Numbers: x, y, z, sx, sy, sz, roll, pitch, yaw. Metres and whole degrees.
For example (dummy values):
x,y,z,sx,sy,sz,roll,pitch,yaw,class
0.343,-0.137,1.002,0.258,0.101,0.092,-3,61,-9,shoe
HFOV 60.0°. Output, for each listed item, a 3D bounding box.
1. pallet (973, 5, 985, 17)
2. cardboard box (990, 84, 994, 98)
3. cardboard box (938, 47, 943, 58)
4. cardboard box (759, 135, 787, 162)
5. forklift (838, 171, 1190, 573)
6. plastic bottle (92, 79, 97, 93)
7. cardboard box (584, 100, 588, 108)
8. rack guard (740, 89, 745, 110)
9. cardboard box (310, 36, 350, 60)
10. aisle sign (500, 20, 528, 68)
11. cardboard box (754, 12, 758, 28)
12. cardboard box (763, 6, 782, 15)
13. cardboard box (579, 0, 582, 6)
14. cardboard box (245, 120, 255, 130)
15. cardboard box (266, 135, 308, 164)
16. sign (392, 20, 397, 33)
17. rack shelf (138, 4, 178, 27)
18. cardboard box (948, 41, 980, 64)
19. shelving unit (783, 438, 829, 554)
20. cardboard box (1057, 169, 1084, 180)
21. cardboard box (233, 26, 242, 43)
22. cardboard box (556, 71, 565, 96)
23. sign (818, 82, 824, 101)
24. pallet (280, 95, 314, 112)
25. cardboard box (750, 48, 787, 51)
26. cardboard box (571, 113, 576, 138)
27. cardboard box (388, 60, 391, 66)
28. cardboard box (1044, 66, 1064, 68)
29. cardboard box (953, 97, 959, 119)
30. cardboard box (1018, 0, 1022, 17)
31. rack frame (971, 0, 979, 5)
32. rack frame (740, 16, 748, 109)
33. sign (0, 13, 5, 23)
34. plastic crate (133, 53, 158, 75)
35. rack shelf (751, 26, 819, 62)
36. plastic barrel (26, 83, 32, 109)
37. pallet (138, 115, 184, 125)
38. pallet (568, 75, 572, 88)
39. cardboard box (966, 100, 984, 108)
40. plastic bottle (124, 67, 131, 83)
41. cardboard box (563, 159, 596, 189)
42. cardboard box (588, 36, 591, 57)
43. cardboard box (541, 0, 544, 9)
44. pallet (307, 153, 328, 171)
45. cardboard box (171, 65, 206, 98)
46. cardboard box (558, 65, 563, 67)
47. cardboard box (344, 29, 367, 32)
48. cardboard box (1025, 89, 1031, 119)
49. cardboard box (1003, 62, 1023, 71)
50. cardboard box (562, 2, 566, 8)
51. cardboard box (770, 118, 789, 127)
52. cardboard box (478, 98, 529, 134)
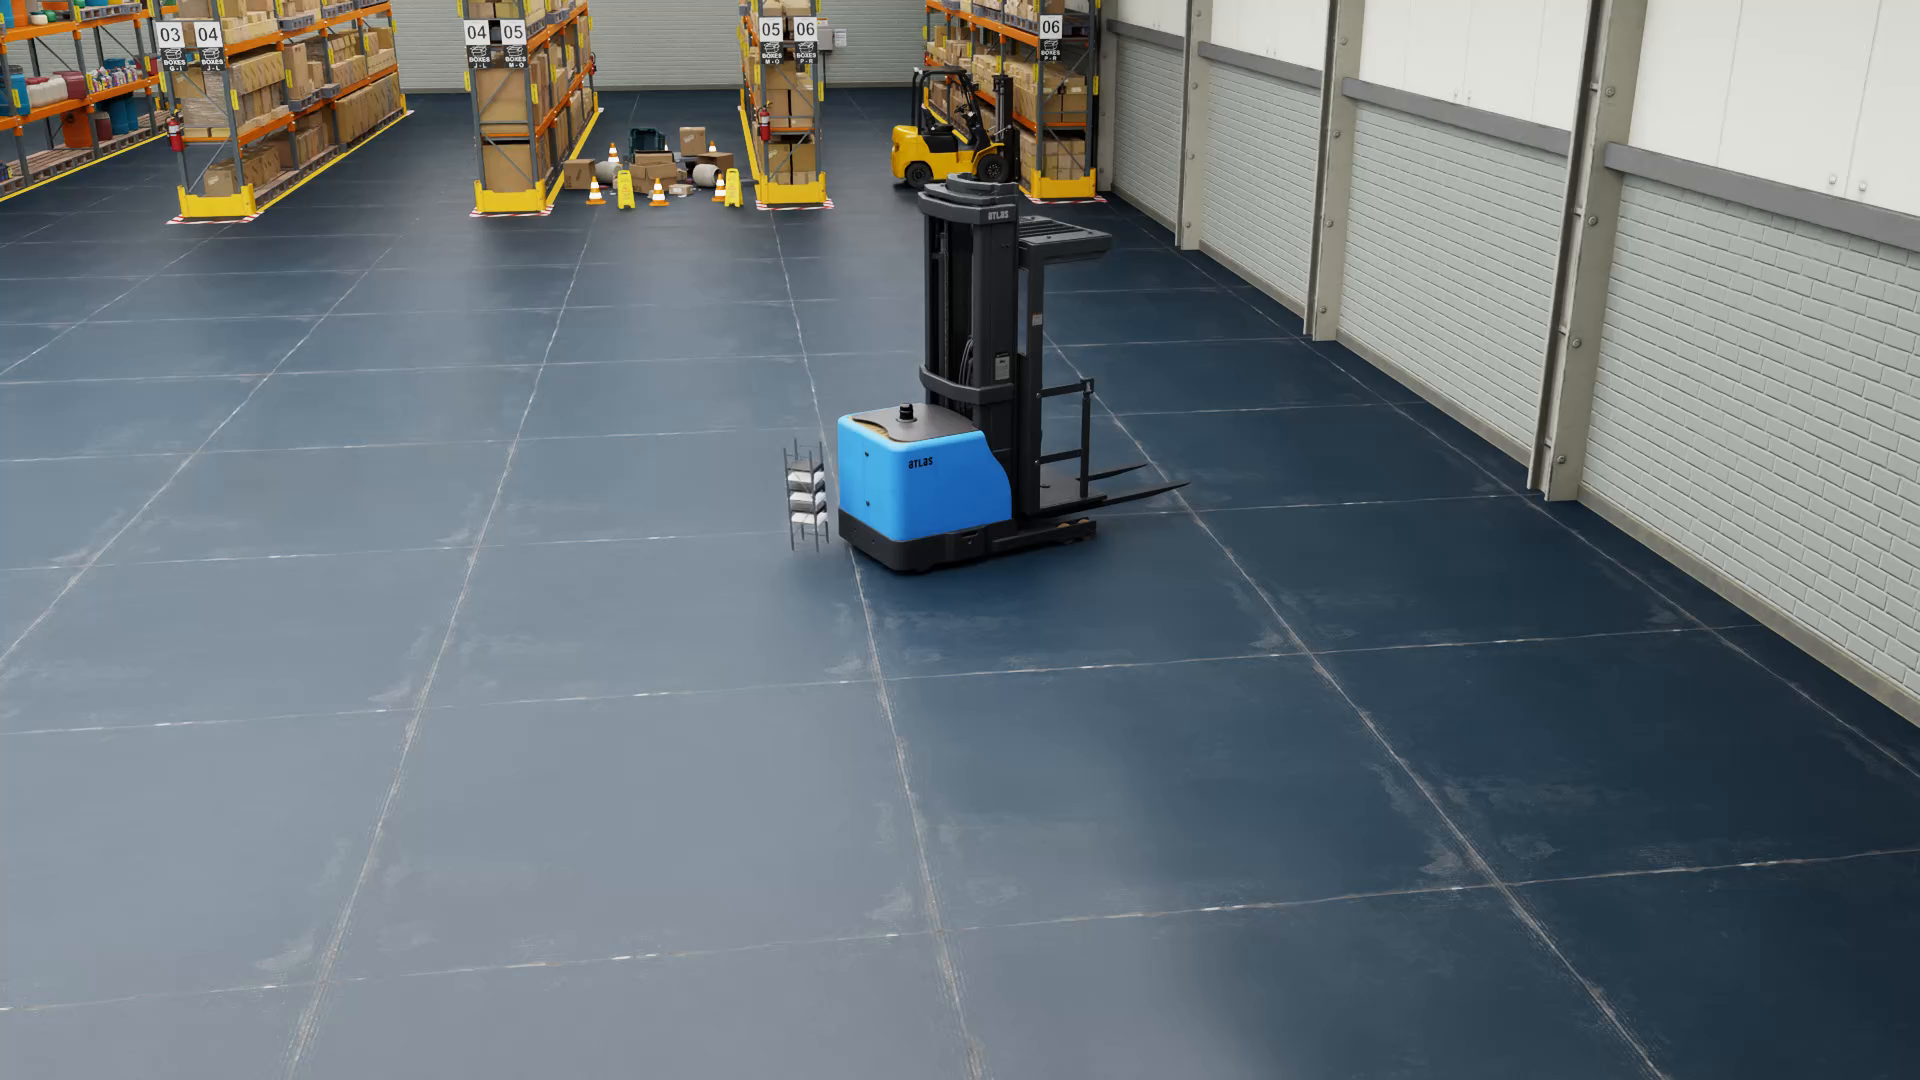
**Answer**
x,y,z,sx,sy,sz,roll,pitch,yaw,class
0.935,-11.623,36.533,1.213,0.211,1.003,-2,21,-5,pallet
0.916,-9.417,34.857,0.500,0.250,0.500,-3,21,-8,cardboard box
-0.288,-12.501,42.689,0.500,0.250,0.500,-3,21,-8,cardboard box
-3.527,-7.395,31.488,0.500,0.500,0.500,-3,21,-9,cardboard box
0.532,-1.487,13.507,3.031,2.935,1.130,-12,24,-29,forklift
-18.615,-9.763,35.737,0.061,0.283,0.133,-3,21,-8,plastic bottle
-9.581,-10.974,41.861,0.380,0.149,0.250,-3,21,-8,cardboard box
-5.319,-11.893,44.843,1.175,0.500,0.348,-3,21,-8,rack guard
-14.358,-11.228,37.916,0.797,0.503,0.637,-3,21,-7,cardboard box
-7.586,-8.439,28.309,0.394,0.787,0.004,-3,21,-8,aisle sign
-3.501,-9.507,30.386,0.500,0.250,0.500,-2,21,-6,cardboard box
-3.349,-9.370,29.449,0.380,0.149,0.250,-3,21,-7,cardboard box
-9.565,-13.249,40.828,0.500,0.250,0.500,-2,21,-5,cardboard box
-12.745,-7.356,29.484,0.380,0.149,0.250,-3,21,-8,cardboard box
-13.510,-7.816,33.299,0.700,0.500,0.500,-3,21,-8,cardboard box
-14.583,-13.231,42.862,0.100,0.325,0.005,-3,21,-8,sign
-19.735,-12.681,40.124,1.077,0.370,4.000,-3,21,-8,rack shelf
0.095,-11.808,40.300,0.700,0.500,0.500,-3,21,-7,cardboard box
-1.232,-0.352,13.350,0.258,0.900,0.210,7,27,18,shelving unit
2.025,-6.856,31.115,0.500,0.250,0.500,-3,21,-8,cardboard box
-12.710,-8.709,28.674,0.500,0.250,0.500,-3,21,-9,cardboard box
-8.573,-9.559,34.881,0.500,0.500,0.500,-3,21,-9,cardboard box
-2.472,-7.949,29.474,0.100,0.325,0.005,-3,21,-8,sign
-13.359,-8.583,32.683,1.003,0.211,1.213,-3,21,-8,pallet
-3.685,-9.214,32.102,0.700,0.500,0.500,-3,21,-7,cardboard box
-8.896,-9.284,37.260,0.500,0.500,0.500,-4,21,-10,cardboard box
-14.636,-12.067,42.098,0.380,0.149,0.250,-3,21,-7,cardboard box
1.832,-9.193,32.547,0.380,0.149,0.250,-3,21,-9,cardboard box
0.106,-10.585,40.742,0.500,0.500,0.500,-3,21,-8,cardboard box
1.502,-10.170,31.479,0.797,0.503,0.637,-2,21,-6,cardboard box
0.749,-13.348,36.592,1.000,3.000,0.127,-3,21,-8,rack frame
-5.316,-13.055,44.384,1.000,3.000,0.127,-3,21,-8,rack frame
-17.748,-9.584,30.790,0.100,0.325,0.005,-3,21,-8,sign
-19.327,-11.301,39.509,0.402,0.464,0.583,-3,21,-8,plastic crate
-3.298,-9.276,31.007,1.077,0.370,4.000,-3,21,-8,rack shelf
-18.215,-8.557,32.145,0.433,0.535,0.433,0,20,0,plastic barrel
-19.770,-10.290,40.966,1.003,0.211,1.213,-3,21,-8,pallet
-9.255,-10.152,36.885,1.213,0.211,1.003,-3,21,-8,pallet
0.357,-10.118,38.564,0.380,0.149,0.250,-4,21,-11,cardboard box
-18.991,-10.596,37.869,0.144,0.351,0.185,-3,21,-8,plastic bottle
-7.230,-6.960,31.634,0.500,0.500,0.500,1,20,2,cardboard box
-9.880,-12.814,43.170,0.500,0.500,0.500,-2,21,-7,cardboard box
-8.145,-10.176,31.434,0.500,0.250,0.500,-3,21,-8,cardboard box
-13.685,-7.787,34.264,1.003,0.211,1.213,-3,21,-8,pallet
-13.140,-7.848,28.445,0.500,0.500,0.500,-3,21,-8,cardboard box
-8.917,-10.397,36.599,0.380,0.149,0.250,-2,21,-5,cardboard box
-15.248,-12.623,41.944,0.500,0.500,0.500,-3,21,-9,cardboard box
1.506,-8.151,31.111,0.500,0.500,0.500,-2,21,-6,cardboard box
1.078,-9.517,33.415,0.380,0.149,0.250,-2,21,-7,cardboard box
-8.865,-11.664,36.229,0.500,0.500,0.500,-3,21,-8,cardboard box
-3.275,-7.517,29.913,0.380,0.149,0.250,-2,21,-6,cardboard box
-7.991,-7.427,29.101,0.875,0.550,0.550,-3,21,-8,cardboard box
